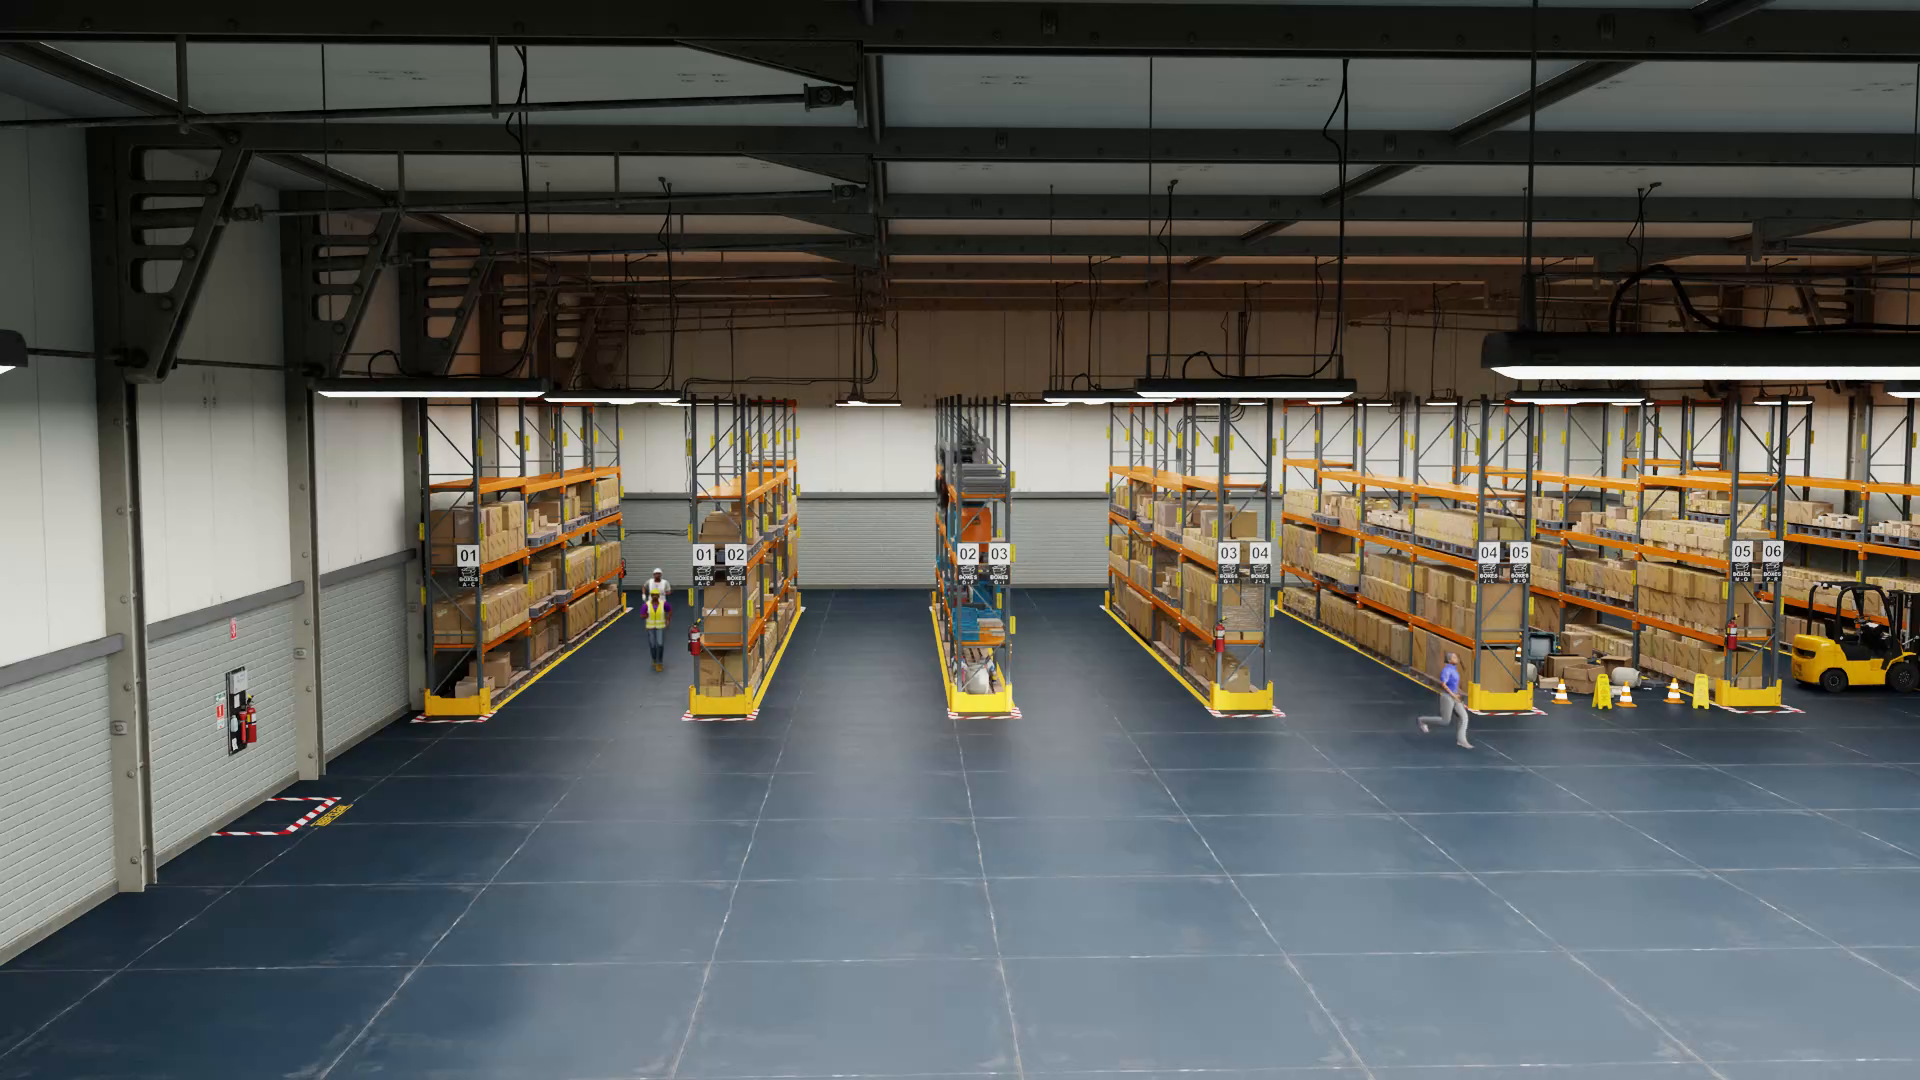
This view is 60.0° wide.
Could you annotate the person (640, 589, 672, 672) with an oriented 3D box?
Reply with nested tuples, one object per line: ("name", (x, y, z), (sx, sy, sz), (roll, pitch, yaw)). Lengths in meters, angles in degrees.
("person", (-6.674, 1.973, 36.454), (0.674, 1.823, 0.729), (0, 5, -4))

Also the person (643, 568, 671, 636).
("person", (-7.478, 1.583, 41.065), (0.700, 1.762, 1.017), (-1, 5, -11))

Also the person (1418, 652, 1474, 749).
("person", (8.292, 2.715, 28.290), (0.940, 1.640, 0.559), (3, 6, 36))

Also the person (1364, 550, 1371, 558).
("person", (11.463, 1.154, 46.821), (0.723, 1.778, 0.655), (0, 4, -2))

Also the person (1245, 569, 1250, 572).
("person", (7.961, 1.272, 46.348), (0.590, 1.612, 0.592), (0, 4, -1))
